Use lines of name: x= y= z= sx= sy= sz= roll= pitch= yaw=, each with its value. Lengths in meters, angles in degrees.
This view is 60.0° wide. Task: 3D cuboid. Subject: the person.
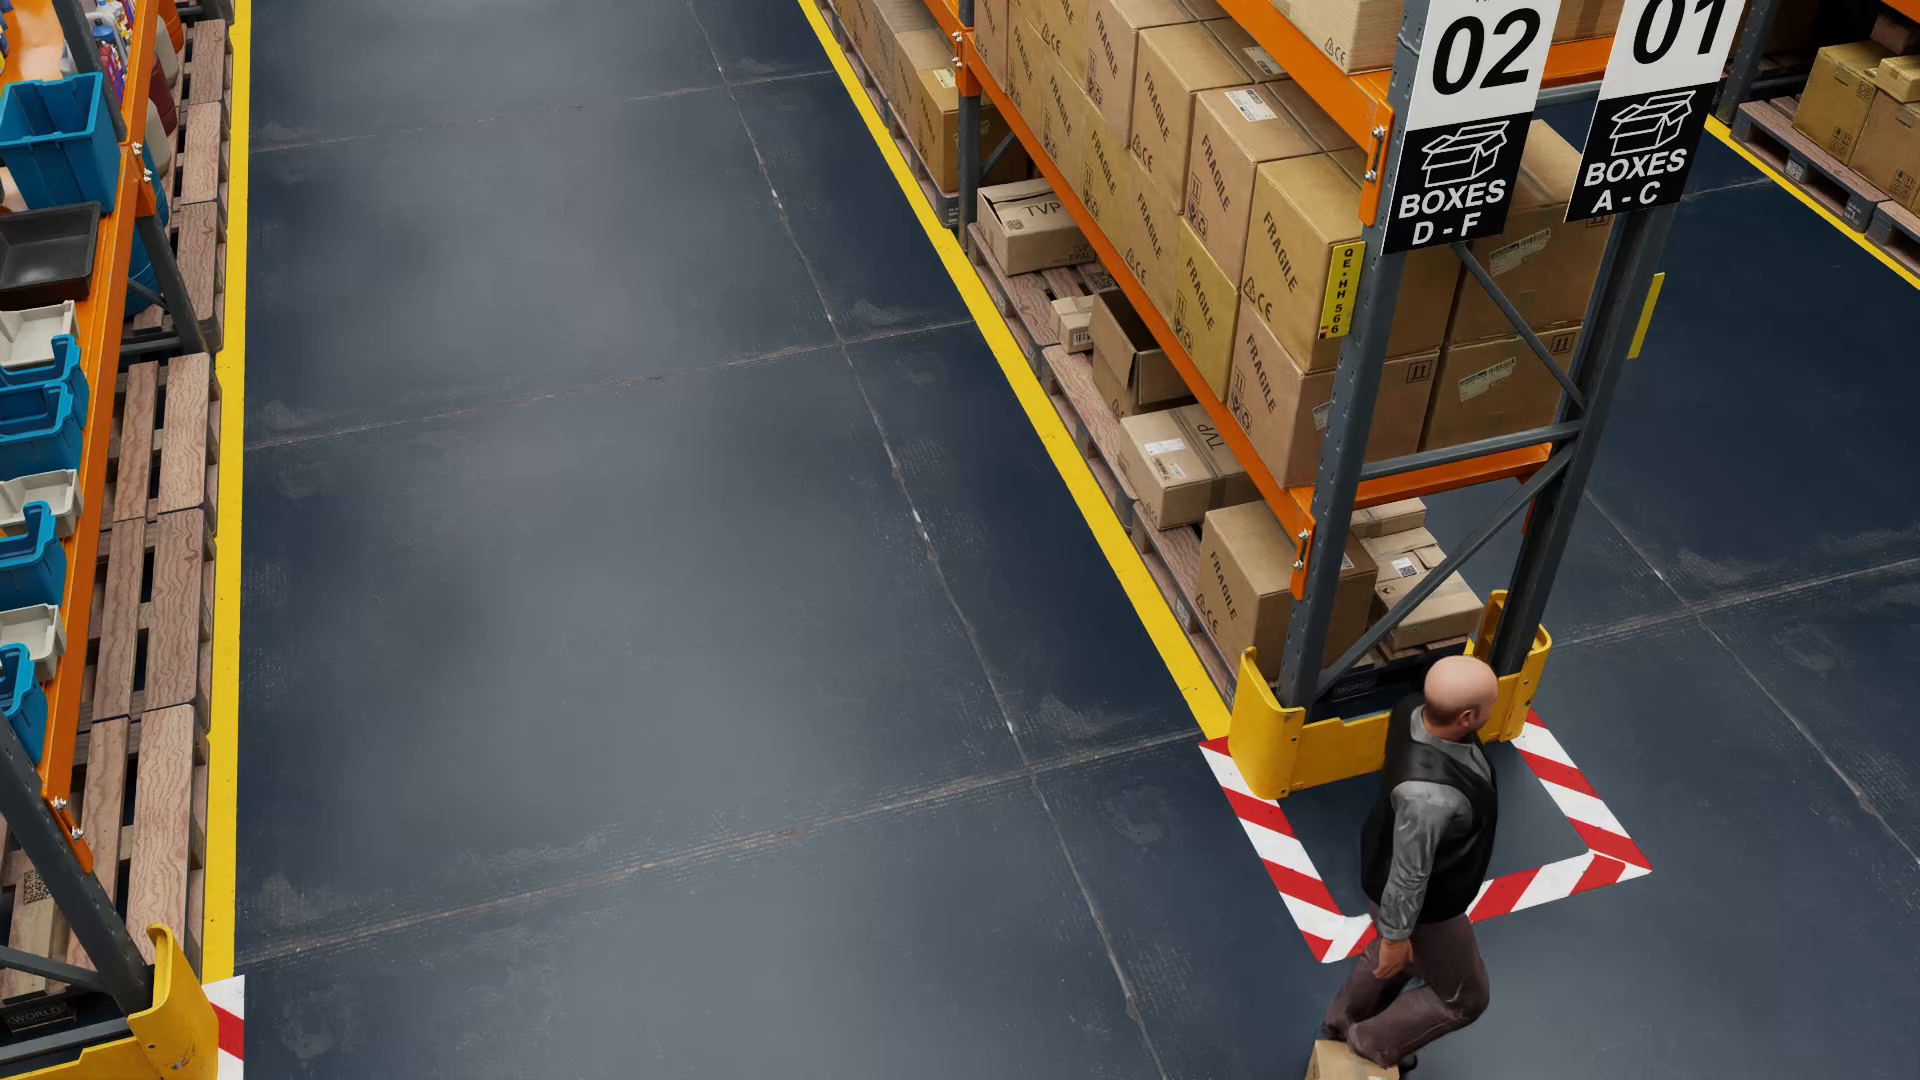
person: x=1.423 y=1.046 z=5.012 sx=0.458 sy=1.733 sz=0.609 roll=9 pitch=43 yaw=10
